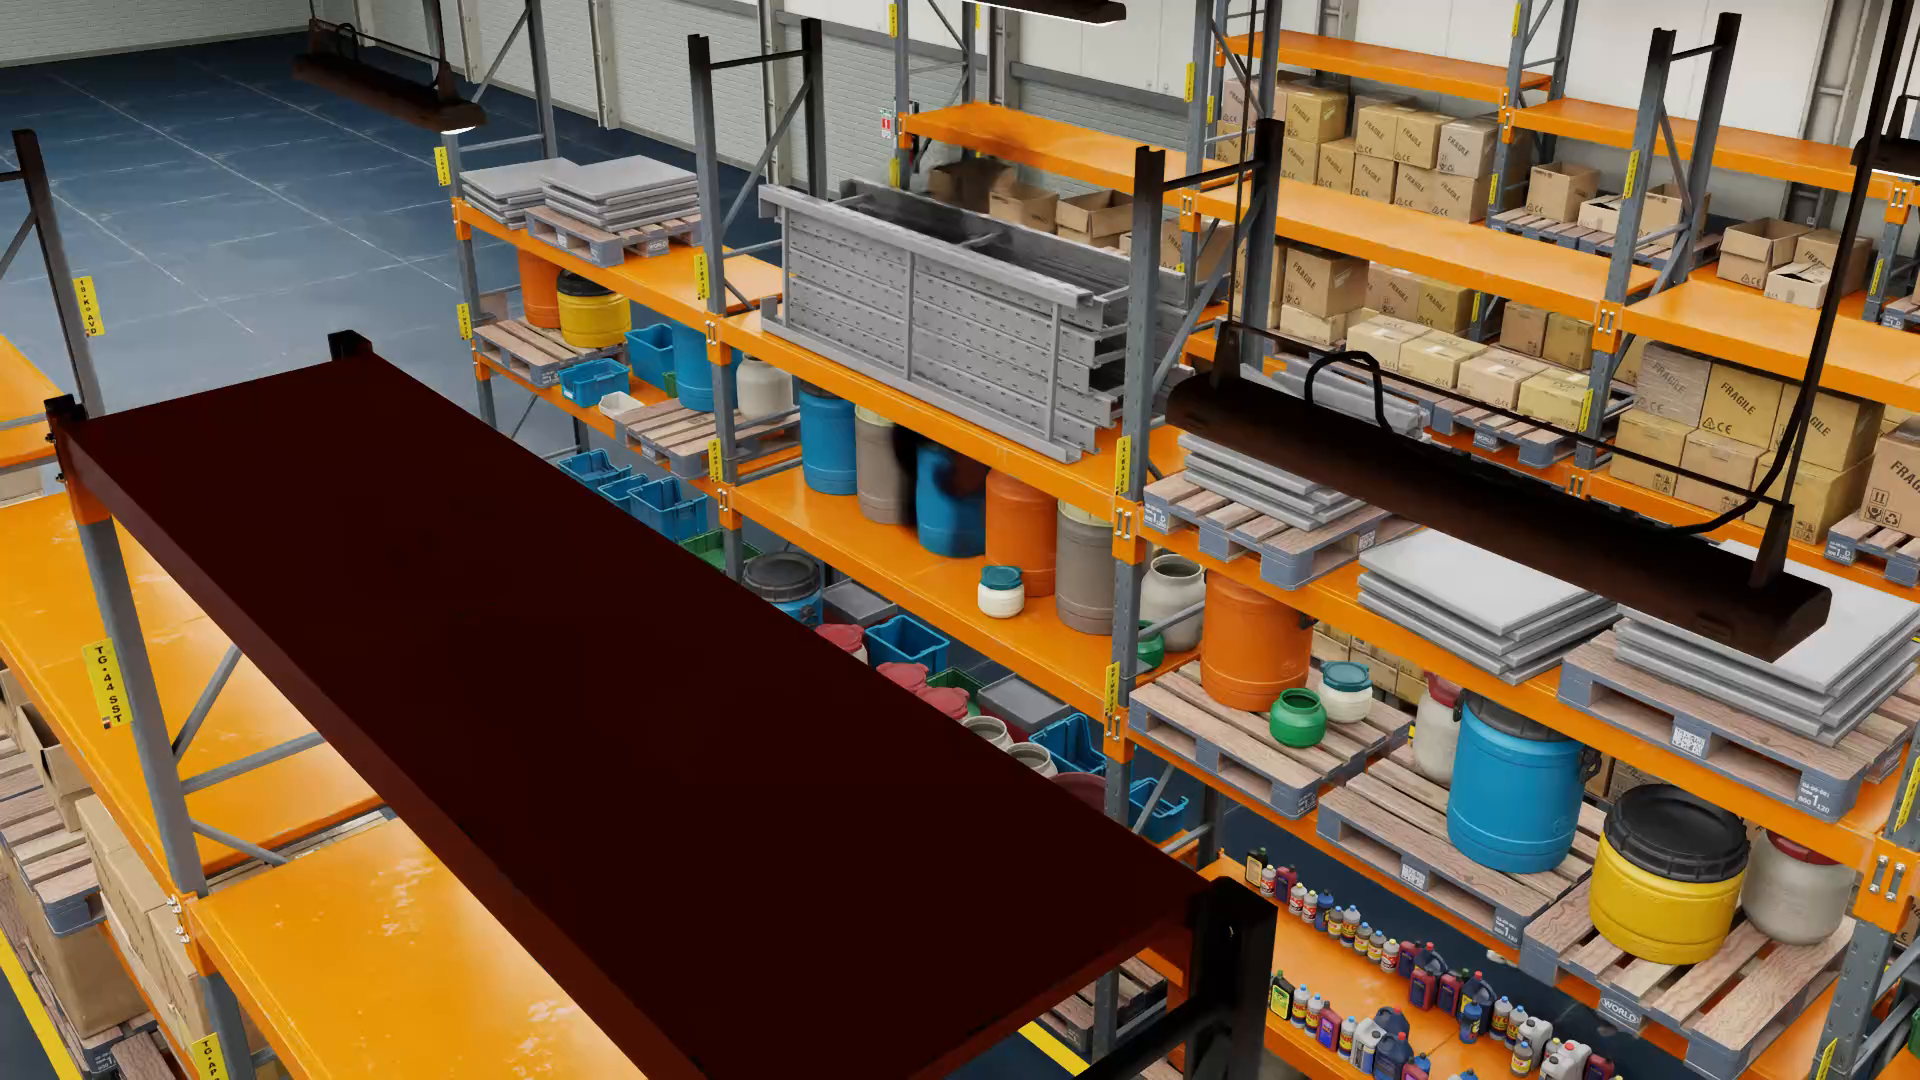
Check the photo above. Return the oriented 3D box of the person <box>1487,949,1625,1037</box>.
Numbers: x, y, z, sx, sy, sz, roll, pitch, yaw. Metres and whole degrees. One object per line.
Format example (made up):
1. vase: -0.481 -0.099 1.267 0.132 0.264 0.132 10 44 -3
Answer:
1. person: 3.975 2.448 10.789 0.566 1.492 1.079 -20 33 -34
